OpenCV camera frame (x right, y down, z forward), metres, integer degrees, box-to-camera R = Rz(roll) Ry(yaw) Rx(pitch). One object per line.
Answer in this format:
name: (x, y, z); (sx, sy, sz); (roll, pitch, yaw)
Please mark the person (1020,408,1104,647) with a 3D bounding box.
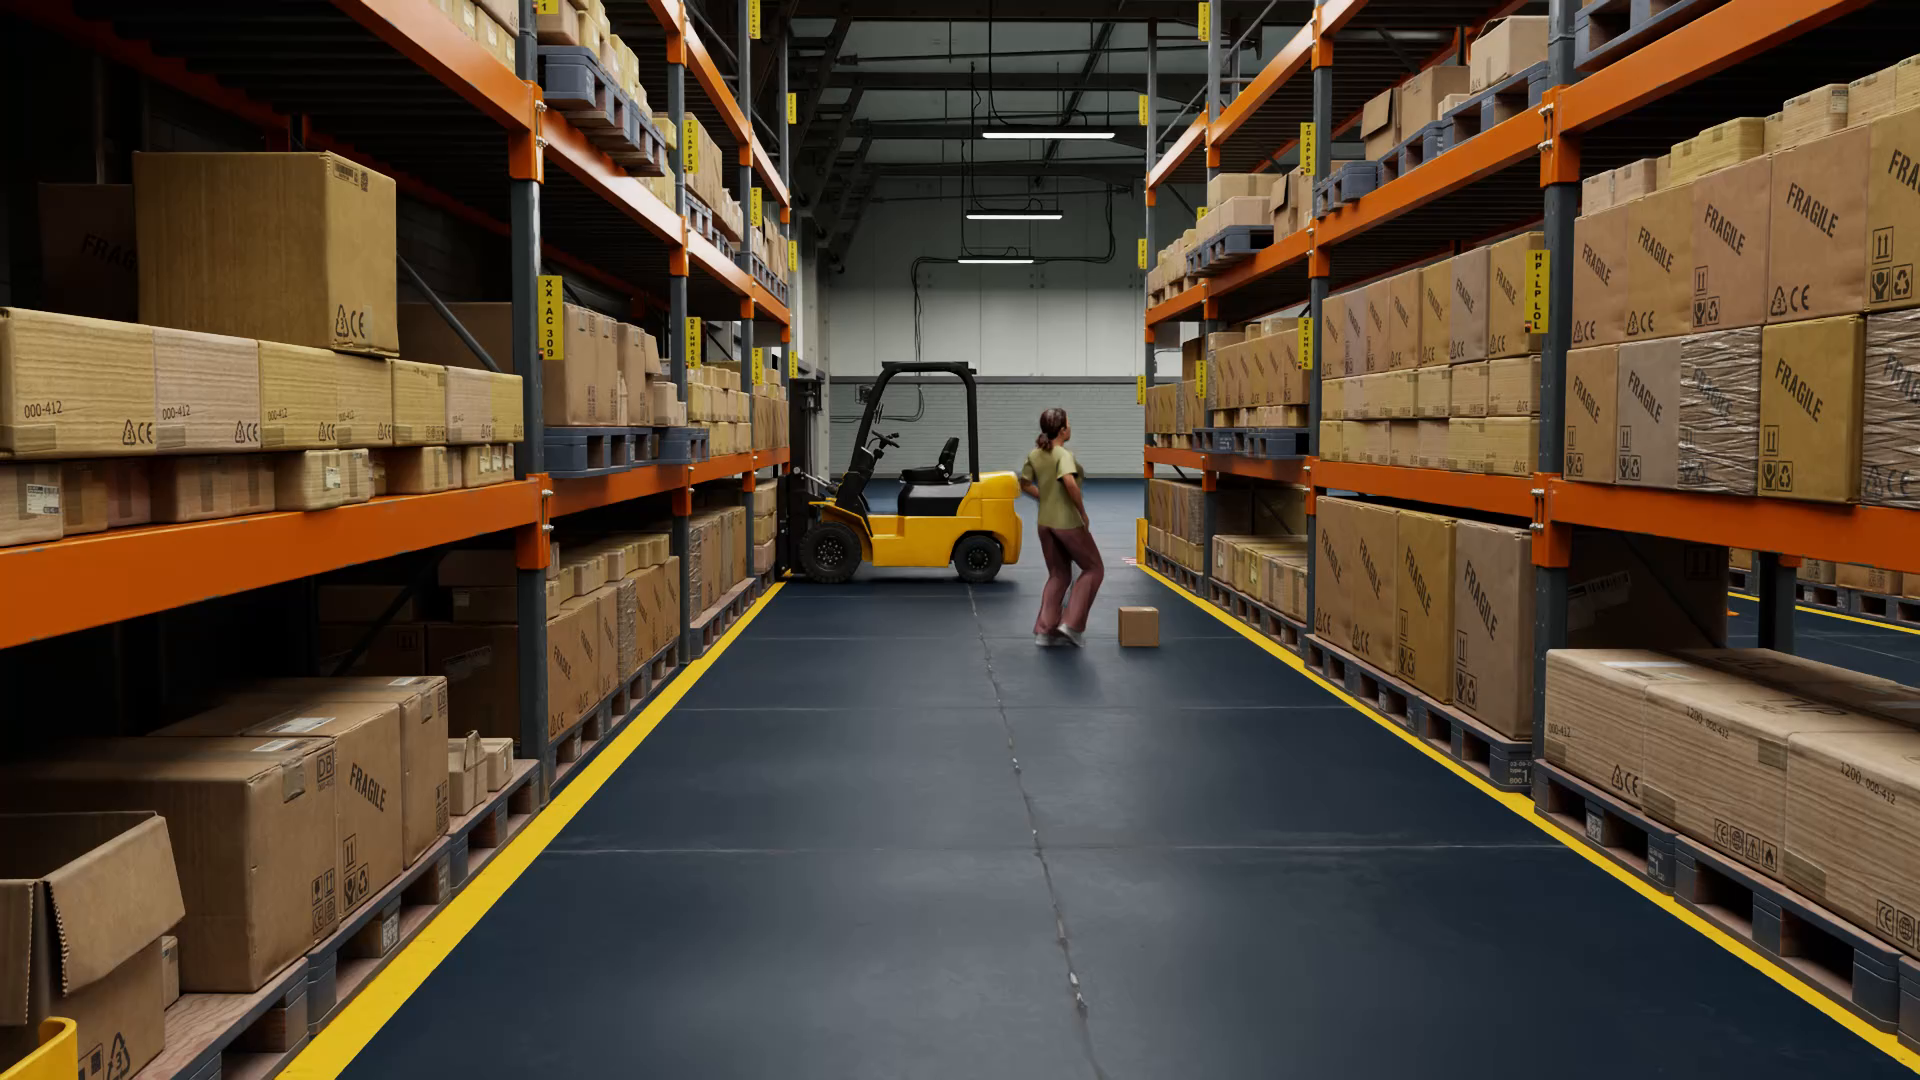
person: (0.729, -0.065, 11.394); (0.526, 1.674, 0.639); (-3, 5, -39)
